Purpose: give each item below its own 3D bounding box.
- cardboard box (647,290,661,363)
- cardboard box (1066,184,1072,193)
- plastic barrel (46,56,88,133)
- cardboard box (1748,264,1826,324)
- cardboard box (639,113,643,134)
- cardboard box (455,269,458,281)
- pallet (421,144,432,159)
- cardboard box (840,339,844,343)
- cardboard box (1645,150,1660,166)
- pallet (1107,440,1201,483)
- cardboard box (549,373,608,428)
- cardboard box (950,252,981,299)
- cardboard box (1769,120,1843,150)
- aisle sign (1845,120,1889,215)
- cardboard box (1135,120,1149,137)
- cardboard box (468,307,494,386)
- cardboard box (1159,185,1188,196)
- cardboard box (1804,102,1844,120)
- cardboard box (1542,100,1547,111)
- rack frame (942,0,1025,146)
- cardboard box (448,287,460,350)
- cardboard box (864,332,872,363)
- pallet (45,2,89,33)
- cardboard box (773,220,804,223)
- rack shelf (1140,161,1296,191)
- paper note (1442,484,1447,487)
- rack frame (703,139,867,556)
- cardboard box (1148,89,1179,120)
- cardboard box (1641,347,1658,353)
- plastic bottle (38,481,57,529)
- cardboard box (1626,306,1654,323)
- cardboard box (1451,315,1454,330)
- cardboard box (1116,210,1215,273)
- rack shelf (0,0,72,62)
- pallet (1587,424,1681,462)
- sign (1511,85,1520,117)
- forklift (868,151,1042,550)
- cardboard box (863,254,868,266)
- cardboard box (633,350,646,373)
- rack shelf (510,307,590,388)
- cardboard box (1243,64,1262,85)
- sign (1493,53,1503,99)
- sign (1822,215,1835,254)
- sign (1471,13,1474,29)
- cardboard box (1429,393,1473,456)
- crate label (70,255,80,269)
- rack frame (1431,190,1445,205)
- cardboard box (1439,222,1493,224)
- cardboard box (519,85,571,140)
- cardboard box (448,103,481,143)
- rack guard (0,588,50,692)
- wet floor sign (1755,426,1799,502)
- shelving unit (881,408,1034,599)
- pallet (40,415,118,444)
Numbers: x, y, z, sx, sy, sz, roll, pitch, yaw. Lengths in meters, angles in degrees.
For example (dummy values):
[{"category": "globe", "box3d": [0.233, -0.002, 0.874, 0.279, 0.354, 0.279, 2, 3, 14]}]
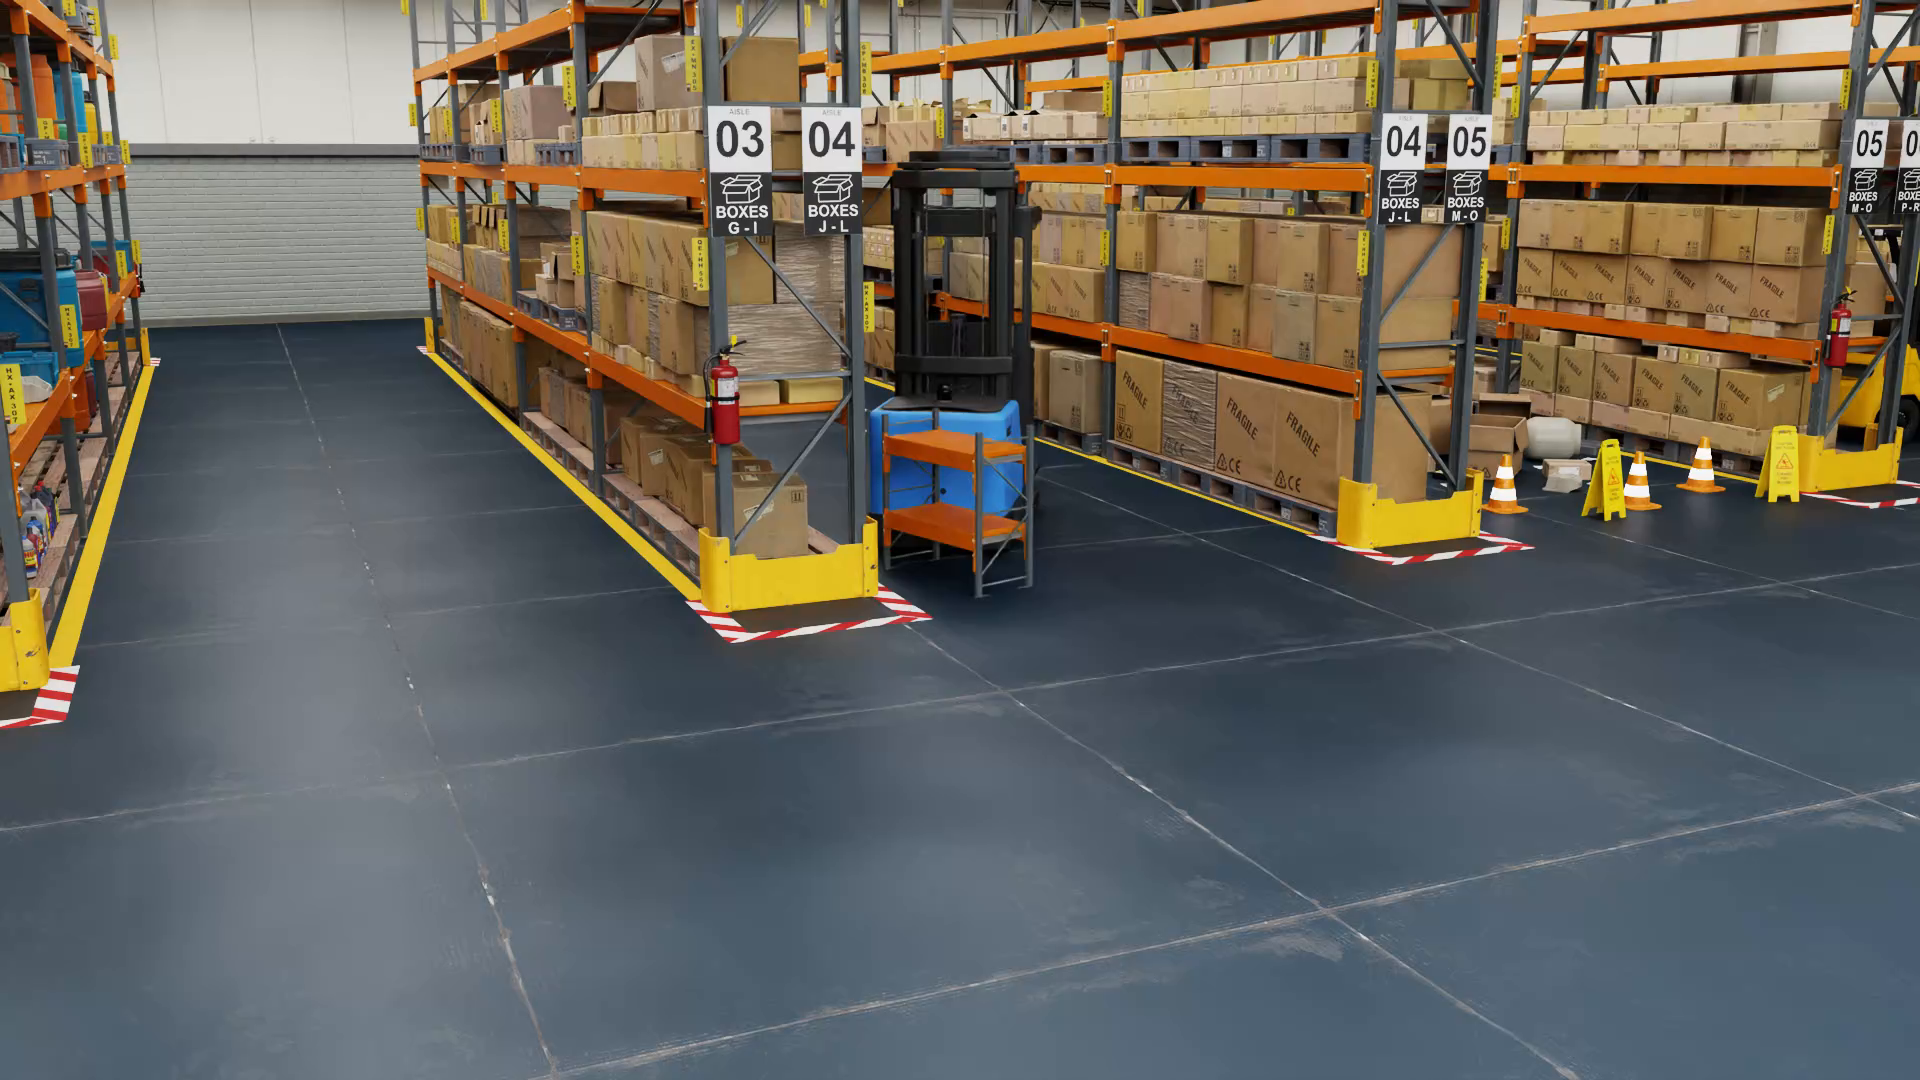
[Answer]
[{"category": "cardboard box", "box3d": [-1.773, -1.564, 12.093, 0.875, 0.500, 0.500, -6, 14, -23]}, {"category": "cardboard box", "box3d": [1.958, -5.739, 27.137, 0.380, 0.149, 0.250, -5, 14, -22]}, {"category": "plastic barrel", "box3d": [-9.629, -4.658, 17.646, 0.600, 0.901, 0.708, -6, 14, -23]}, {"category": "cardboard box", "box3d": [7.503, -2.230, 14.973, 0.500, 0.500, 0.500, -6, 14, -24]}, {"category": "cardboard box", "box3d": [-2.086, -2.996, 11.960, 0.380, 0.149, 0.250, -6, 15, -26]}, {"category": "cardboard box", "box3d": [-6.440, -3.498, 21.888, 0.380, 0.149, 0.250, -5, 14, -22]}, {"category": "pallet", "box3d": [-7.210, -5.626, 24.069, 1.003, 0.211, 1.213, -6, 14, -23]}, {"category": "cardboard box", "box3d": [-1.798, -2.827, 23.822, 0.380, 0.149, 0.250, -5, 14, -22]}, {"category": "cardboard box", "box3d": [6.889, -3.709, 16.148, 0.380, 0.149, 0.250, -6, 14, -23]}, {"category": "pallet", "box3d": [2.108, -0.785, 15.794, 1.003, 0.211, 1.213, -6, 14, -23]}, {"category": "cardboard box", "box3d": [-3.791, -1.454, 17.066, 0.700, 0.500, 0.500, -7, 15, -28]}, {"category": "cardboard box", "box3d": [0.206, -3.066, 19.243, 0.500, 0.500, 0.500, -5, 14, -22]}, {"category": "cardboard box", "box3d": [7.521, -3.564, 14.637, 0.500, 0.250, 0.500, -6, 14, -24]}, {"category": "aisle sign", "box3d": [7.732, -3.177, 14.179, 0.394, 0.787, 0.004, -6, 14, -23]}, {"category": "cardboard box", "box3d": [1.815, -3.741, 15.133, 0.380, 0.149, 0.250, -6, 14, -23]}, {"category": "cardboard box", "box3d": [-5.281, -2.388, 20.317, 1.225, 0.875, 0.875, -6, 14, -25]}, {"category": "cardboard box", "box3d": [3.277, -5.369, 25.539, 0.380, 0.149, 0.250, -6, 14, -24]}, {"category": "cardboard box", "box3d": [7.567, -3.720, 14.428, 0.380, 0.149, 0.250, -5, 14, -22]}, {"category": "cardboard box", "box3d": [6.295, -4.871, 18.905, 0.500, 0.250, 0.500, -6, 14, -24]}, {"category": "rack frame", "box3d": [0.273, -6.057, 19.084, 1.000, 3.000, 0.127, -6, 14, -23]}, {"category": "cardboard box", "box3d": [-6.822, -3.216, 23.896, 0.875, 0.875, 0.875, -6, 14, -23]}, {"category": "cardboard box", "box3d": [-1.063, -2.662, 22.330, 0.500, 0.500, 0.500, -5, 14, -20]}, {"category": "pallet", "box3d": [-9.111, -5.048, 16.027, 1.213, 0.211, 1.003, -6, 14, -23]}, {"category": "cardboard box", "box3d": [-1.272, -1.977, 11.662, 0.500, 0.500, 0.500, -6, 14, -23]}, {"category": "rack shelf", "box3d": [3.967, -5.126, 23.310, 1.077, 0.370, 4.000, -6, 14, -23]}, {"category": "paper note", "box3d": [4.422, -0.503, 14.979, 0.144, 0.017, 0.142, -1, 13, -4]}, {"category": "rack frame", "box3d": [-1.107, -1.054, 10.773, 1.000, 3.000, 0.127, -6, 14, -23]}, {"category": "cardboard box", "box3d": [2.018, -3.864, 14.780, 0.500, 0.250, 0.500, -6, 14, -23]}, {"category": "cardboard box", "box3d": [7.264, -1.698, 17.058, 0.500, 0.500, 0.500, -5, 14, -20]}, {"category": "plastic bottle", "box3d": [-6.726, -0.250, 12.198, 0.144, 0.351, 0.185, -6, 14, -24]}, {"category": "cardboard box", "box3d": [6.833, -2.245, 16.474, 0.380, 0.149, 0.250, -6, 14, -23]}, {"category": "cardboard box", "box3d": [7.922, -3.635, 26.537, 0.500, 0.500, 0.500, -6, 14, -24]}, {"category": "cardboard box", "box3d": [1.992, -2.828, 15.708, 0.875, 0.550, 0.550, -6, 14, -23]}, {"category": "rack shelf", "box3d": [-8.049, -4.224, 13.646, 1.077, 0.370, 4.000, -6, 14, -23]}, {"category": "pallet", "box3d": [7.165, -1.029, 16.849, 1.003, 0.211, 1.213, -6, 14, -23]}, {"category": "sign", "box3d": [5.863, -4.630, 17.551, 0.100, 0.325, 0.005, -6, 14, -23]}, {"category": "forklift", "box3d": [0.063, -1.636, 13.439, 1.130, 2.935, 3.031, 2, 13, 9]}, {"category": "cardboard box", "box3d": [-1.065, -3.651, 21.617, 0.380, 0.149, 0.250, -6, 14, -24]}, {"category": "cardboard box", "box3d": [-2.286, -1.378, 12.729, 0.380, 0.149, 0.250, -6, 14, -23]}, {"category": "rack shelf", "box3d": [-3.511, -1.944, 16.210, 1.077, 0.370, 4.000, -6, 14, -23]}, {"category": "cardboard box", "box3d": [2.523, -3.764, 13.464, 0.380, 0.149, 0.250, -6, 14, -24]}, {"category": "sign", "box3d": [3.989, -3.456, 12.384, 0.100, 0.325, 0.005, -6, 14, -23]}, {"category": "sign", "box3d": [7.456, -2.622, 14.276, 0.100, 0.325, 0.005, -6, 14, -23]}, {"category": "sign", "box3d": [8.219, -8.384, 26.715, 0.100, 0.325, 0.005, -6, 14, -23]}, {"category": "cardboard box", "box3d": [4.567, -1.126, 16.318, 0.797, 0.637, 0.503, -6, 14, -23]}, {"category": "crate label", "box3d": [-12.258, -3.780, 22.786, 0.416, 0.233, 0.303, -6, 14, -23]}, {"category": "rack frame", "box3d": [7.712, -4.878, 27.293, 1.000, 3.000, 0.127, -6, 14, -23]}, {"category": "cardboard box", "box3d": [5.775, -3.351, 18.884, 0.500, 0.500, 0.500, -6, 14, -23]}, {"category": "cardboard box", "box3d": [-3.952, -4.132, 16.088, 0.500, 0.500, 0.500, -6, 14, -25]}, {"category": "cardboard box", "box3d": [-6.283, -5.453, 21.752, 0.700, 0.500, 0.500, -7, 15, -26]}, {"category": "rack guard", "box3d": [-5.719, 0.599, 9.172, 1.175, 0.500, 0.348, -6, 14, -23]}, {"category": "wet floor sign", "box3d": [7.069, -0.667, 14.319, 0.267, 0.644, 0.232, -1, 13, -4]}, {"category": "shelving unit", "box3d": [-0.026, -0.280, 11.584, 0.538, 1.125, 1.048, -11, 17, -39]}, {"category": "pallet", "box3d": [-9.204, -1.060, 16.984, 1.003, 0.211, 1.213, -6, 14, -23]}]
